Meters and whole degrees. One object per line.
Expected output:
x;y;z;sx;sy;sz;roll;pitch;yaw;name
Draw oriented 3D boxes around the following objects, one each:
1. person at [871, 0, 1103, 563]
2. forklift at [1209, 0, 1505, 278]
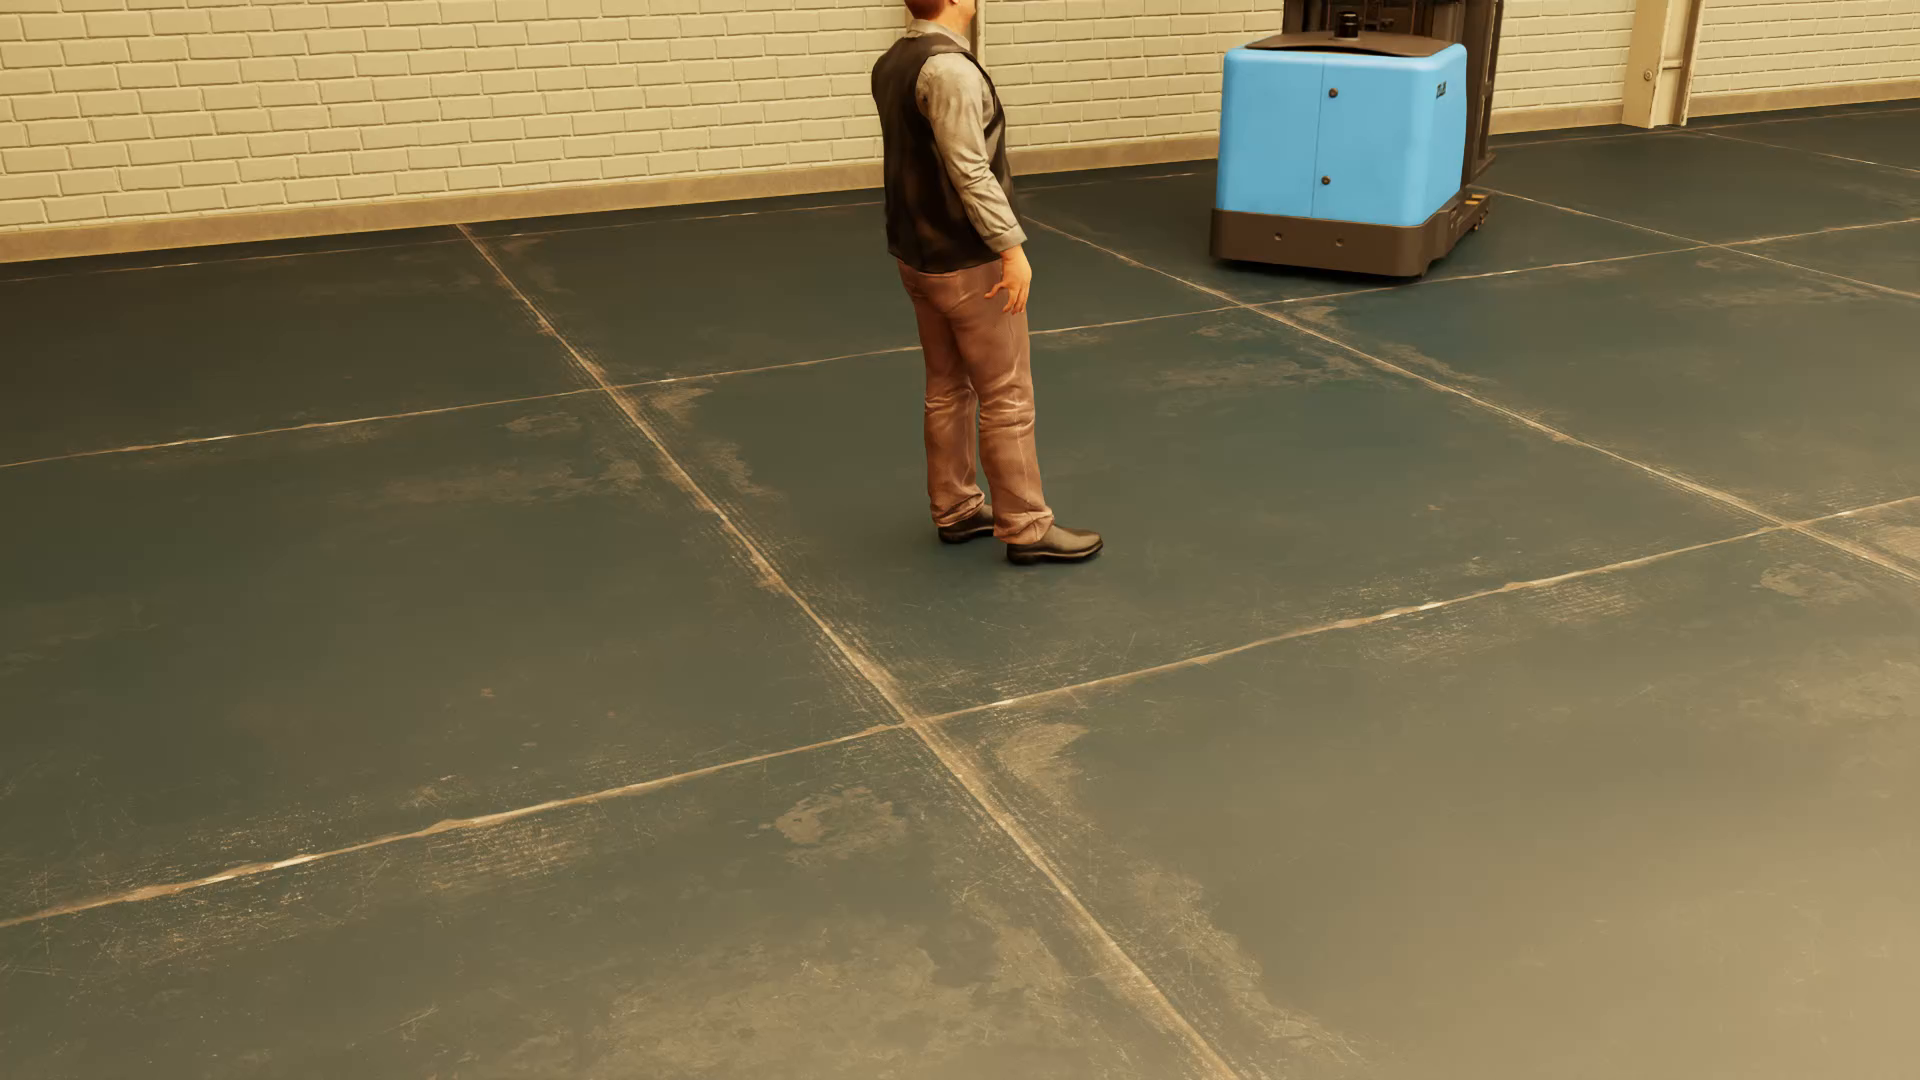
0.060;-0.809;4.792;0.566;1.722;0.633;-10;25;-23;person
2.357;-3.142;8.850;1.130;2.935;3.031;11;25;24;forklift
